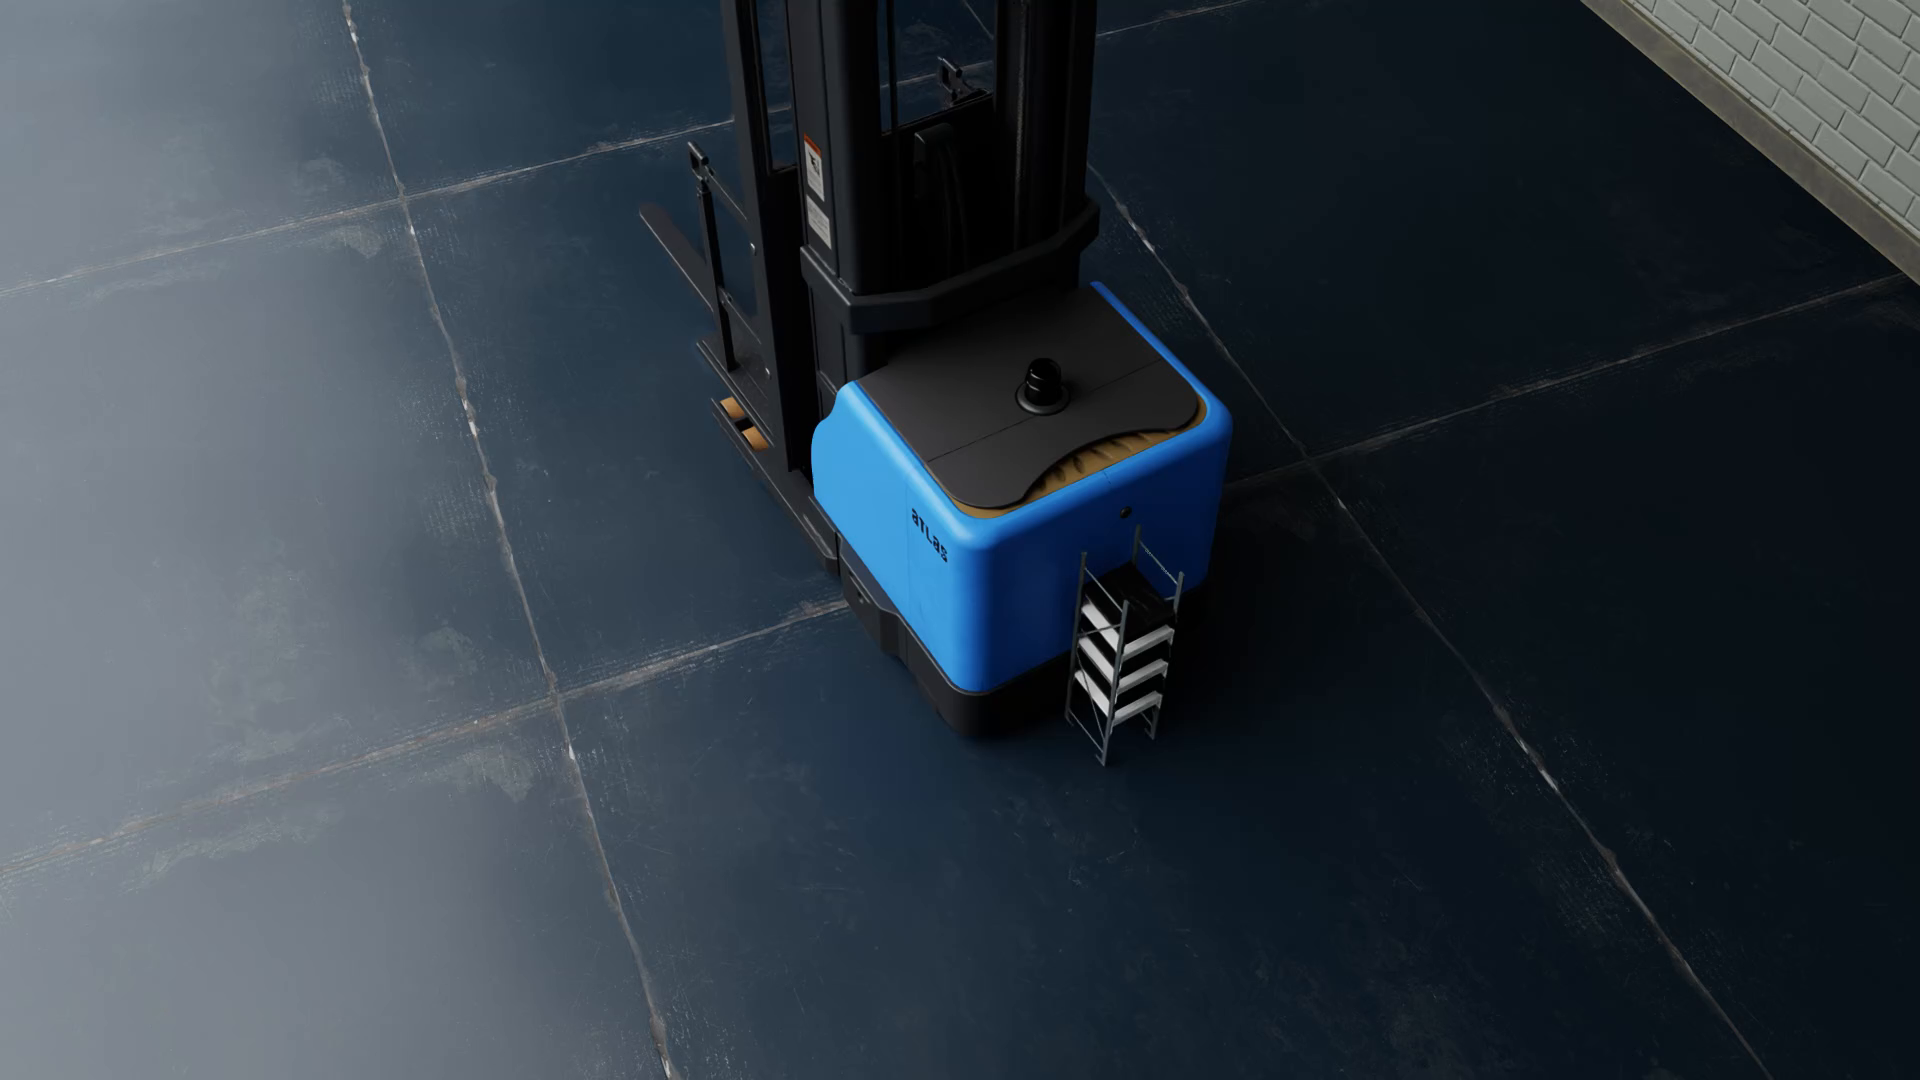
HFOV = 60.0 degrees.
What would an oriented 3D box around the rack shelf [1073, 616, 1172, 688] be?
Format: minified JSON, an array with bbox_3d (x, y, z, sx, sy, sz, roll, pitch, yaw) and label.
[{"bbox_3d":[0.517,0.320,5.304,0.200,0.077,0.258,-25,55,-20],"label":"rack shelf"}]

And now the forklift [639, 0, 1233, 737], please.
[{"bbox_3d":[-0.321,-1.404,5.524,1.130,2.935,3.031,-25,54,-20],"label":"forklift"}]

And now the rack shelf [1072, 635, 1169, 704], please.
[{"bbox_3d":[0.516,0.377,5.373,0.200,0.077,0.258,-25,55,-20],"label":"rack shelf"}]

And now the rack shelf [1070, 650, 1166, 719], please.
[{"bbox_3d":[0.515,0.435,5.442,0.200,0.077,0.258,-25,55,-20],"label":"rack shelf"}]

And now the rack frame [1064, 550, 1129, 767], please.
[{"bbox_3d":[0.430,0.397,5.312,0.006,0.900,0.240,-25,55,-20],"label":"rack frame"}]

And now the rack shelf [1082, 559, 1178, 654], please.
[{"bbox_3d":[0.518,0.205,5.165,0.200,0.077,0.258,-25,55,-20],"label":"rack shelf"}]

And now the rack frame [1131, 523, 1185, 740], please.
[{"bbox_3d":[0.602,0.315,5.382,0.006,0.900,0.240,-25,55,-20],"label":"rack frame"}]

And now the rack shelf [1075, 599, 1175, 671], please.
[{"bbox_3d":[0.517,0.263,5.234,0.200,0.077,0.258,-25,55,-20],"label":"rack shelf"}]

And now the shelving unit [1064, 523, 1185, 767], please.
[{"bbox_3d":[0.516,0.356,5.347,0.210,0.900,0.258,-25,55,-20],"label":"shelving unit"}]

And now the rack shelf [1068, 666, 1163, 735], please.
[{"bbox_3d":[0.514,0.492,5.511,0.200,0.077,0.258,-25,55,-20],"label":"rack shelf"}]
